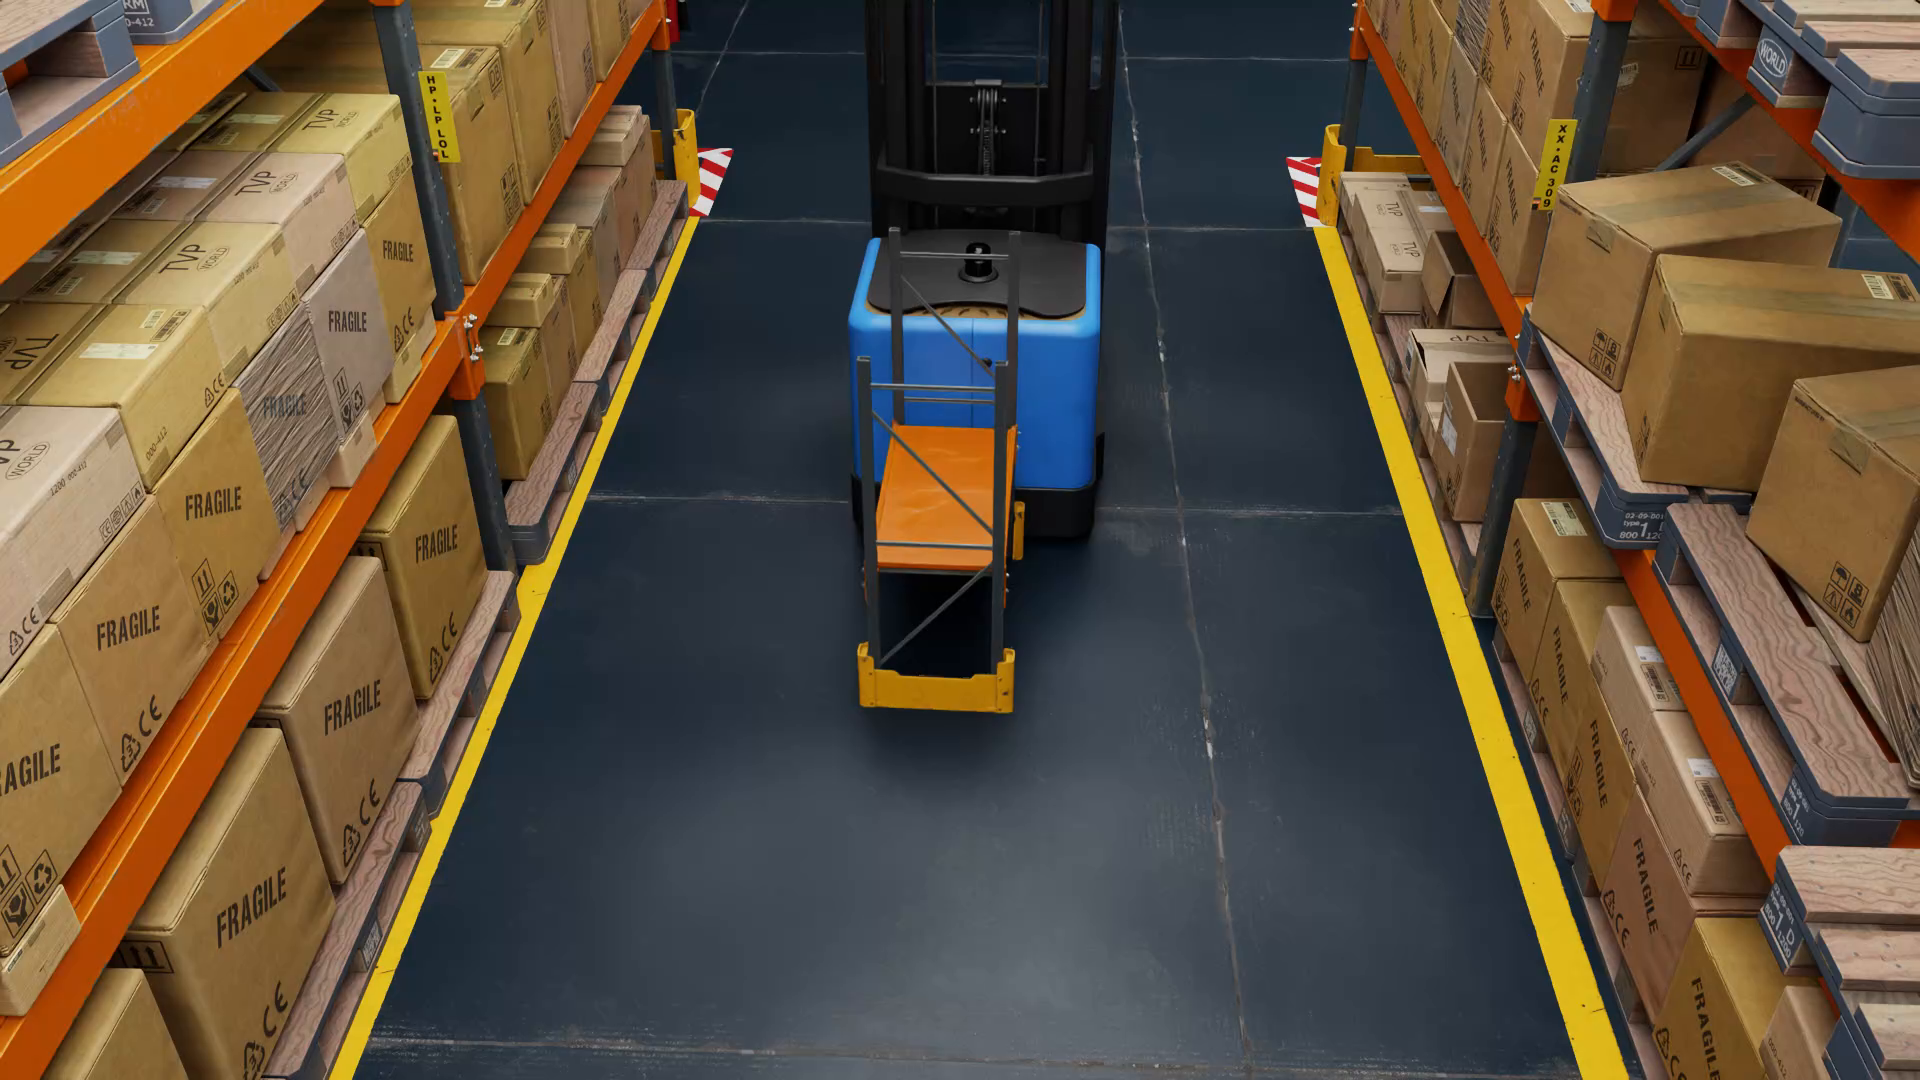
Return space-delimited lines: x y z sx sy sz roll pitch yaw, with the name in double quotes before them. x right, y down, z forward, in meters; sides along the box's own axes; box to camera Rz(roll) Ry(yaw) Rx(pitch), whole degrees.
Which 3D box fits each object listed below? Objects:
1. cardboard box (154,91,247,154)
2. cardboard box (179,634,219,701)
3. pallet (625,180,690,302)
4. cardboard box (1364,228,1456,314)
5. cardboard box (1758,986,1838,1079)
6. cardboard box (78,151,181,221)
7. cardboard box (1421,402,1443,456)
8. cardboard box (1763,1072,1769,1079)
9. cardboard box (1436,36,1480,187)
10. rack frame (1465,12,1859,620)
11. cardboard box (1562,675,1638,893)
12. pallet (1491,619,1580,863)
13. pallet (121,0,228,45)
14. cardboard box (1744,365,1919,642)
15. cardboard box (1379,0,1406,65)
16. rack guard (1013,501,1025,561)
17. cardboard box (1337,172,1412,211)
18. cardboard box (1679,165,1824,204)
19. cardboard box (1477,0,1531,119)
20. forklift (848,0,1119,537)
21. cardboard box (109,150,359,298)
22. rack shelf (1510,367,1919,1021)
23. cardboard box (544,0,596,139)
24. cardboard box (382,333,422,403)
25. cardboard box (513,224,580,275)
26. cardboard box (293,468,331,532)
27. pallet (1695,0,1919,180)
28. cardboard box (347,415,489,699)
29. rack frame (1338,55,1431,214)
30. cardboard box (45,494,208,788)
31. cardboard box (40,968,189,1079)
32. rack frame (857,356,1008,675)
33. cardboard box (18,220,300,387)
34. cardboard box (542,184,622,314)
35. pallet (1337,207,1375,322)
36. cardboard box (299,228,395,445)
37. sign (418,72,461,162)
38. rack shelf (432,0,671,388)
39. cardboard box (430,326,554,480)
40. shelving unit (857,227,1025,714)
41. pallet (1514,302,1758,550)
"cardboard box" -2.639 -1.258 5.416 0.500 0.250 0.500 2 35 3
"cardboard box" -2.226 0.289 4.431 0.380 0.149 0.250 2 35 2
"pallet" -2.154 -1.734 9.534 1.003 0.211 1.213 1 35 2
"cardboard box" 2.405 -1.399 8.641 0.500 0.250 0.500 1 35 2
"cardboard box" 2.230 1.333 3.884 0.500 0.250 0.500 3 35 4
"cardboard box" -2.654 -0.957 4.988 0.500 0.250 0.500 2 35 2
"cardboard box" 2.284 -0.491 7.436 0.380 0.149 0.250 1 35 2
"cardboard box" 2.232 1.672 4.054 0.500 0.500 0.500 3 35 4
"cardboard box" 2.391 -1.852 7.189 0.500 0.500 0.500 2 35 3
"rack frame" 2.589 -0.926 5.959 1.000 3.000 0.127 1 35 2
"cardboard box" 2.289 0.782 5.319 0.500 0.500 0.500 2 35 2
"pallet" 2.595 0.683 6.095 1.003 0.211 1.213 1 35 2
"pallet" -2.348 -1.659 4.560 0.805 0.209 1.217 0 35 0
"cardboard box" 2.580 -0.122 4.363 0.700 0.500 0.500 -7 36 -10
"cardboard box" 2.453 -2.720 8.424 0.500 0.500 0.500 1 35 1
"rack guard" -0.021 -0.048 7.101 0.587 0.250 0.087 2 35 3
"cardboard box" 2.390 -2.005 9.591 0.380 0.149 0.250 1 35 2
"cardboard box" 2.882 -1.254 6.338 0.500 0.500 0.500 2 35 3
"cardboard box" 2.369 -1.967 6.484 0.500 0.500 0.500 1 35 1
"forklift" 0.153 -2.037 7.599 1.130 2.935 3.031 2 35 3
"cardboard box" -2.154 -0.948 4.975 0.500 0.250 0.500 2 35 3
"rack shelf" 2.509 0.517 4.531 1.077 0.370 4.000 1 35 2
"cardboard box" -2.268 -2.310 7.667 0.980 0.700 0.700 0 35 0
"cardboard box" -2.078 -0.598 5.693 0.380 0.149 0.250 2 35 3
"cardboard box" -2.011 -1.373 7.839 0.380 0.149 0.250 0 35 1
"cardboard box" -2.161 -0.158 5.067 0.380 0.149 0.250 1 35 2
"pallet" 2.455 -1.108 3.772 1.213 0.211 1.003 1 35 2
"cardboard box" -2.257 0.046 6.081 0.750 0.750 0.750 2 35 2
"rack frame" 2.750 -3.224 9.229 1.000 3.000 0.127 1 35 2
"cardboard box" -2.194 0.230 3.951 0.500 0.500 0.500 1 35 2
"cardboard box" -2.360 1.548 3.943 0.750 0.750 0.750 1 35 1
"rack frame" -0.091 0.023 5.913 0.500 1.500 0.032 2 35 3
"cardboard box" -2.174 -0.655 4.558 0.500 0.250 0.500 2 35 3
"cardboard box" -2.167 -1.505 8.591 0.700 0.500 0.500 0 35 0
"pallet" 2.716 -1.582 9.317 1.003 0.211 1.213 1 35 2
"cardboard box" -2.138 -0.645 5.196 0.500 0.500 0.500 2 35 2
"sign" -1.818 -1.473 5.799 0.100 0.325 0.005 1 35 2
"rack shelf" -2.280 -1.893 7.961 1.077 0.370 4.000 1 35 2
"cardboard box" -2.228 -0.615 7.325 0.700 0.500 0.500 2 35 2
"shelving unit" -0.055 -0.274 6.336 0.587 1.500 1.083 2 35 3
"pallet" 2.448 -0.391 5.365 1.003 0.211 1.213 1 35 2
